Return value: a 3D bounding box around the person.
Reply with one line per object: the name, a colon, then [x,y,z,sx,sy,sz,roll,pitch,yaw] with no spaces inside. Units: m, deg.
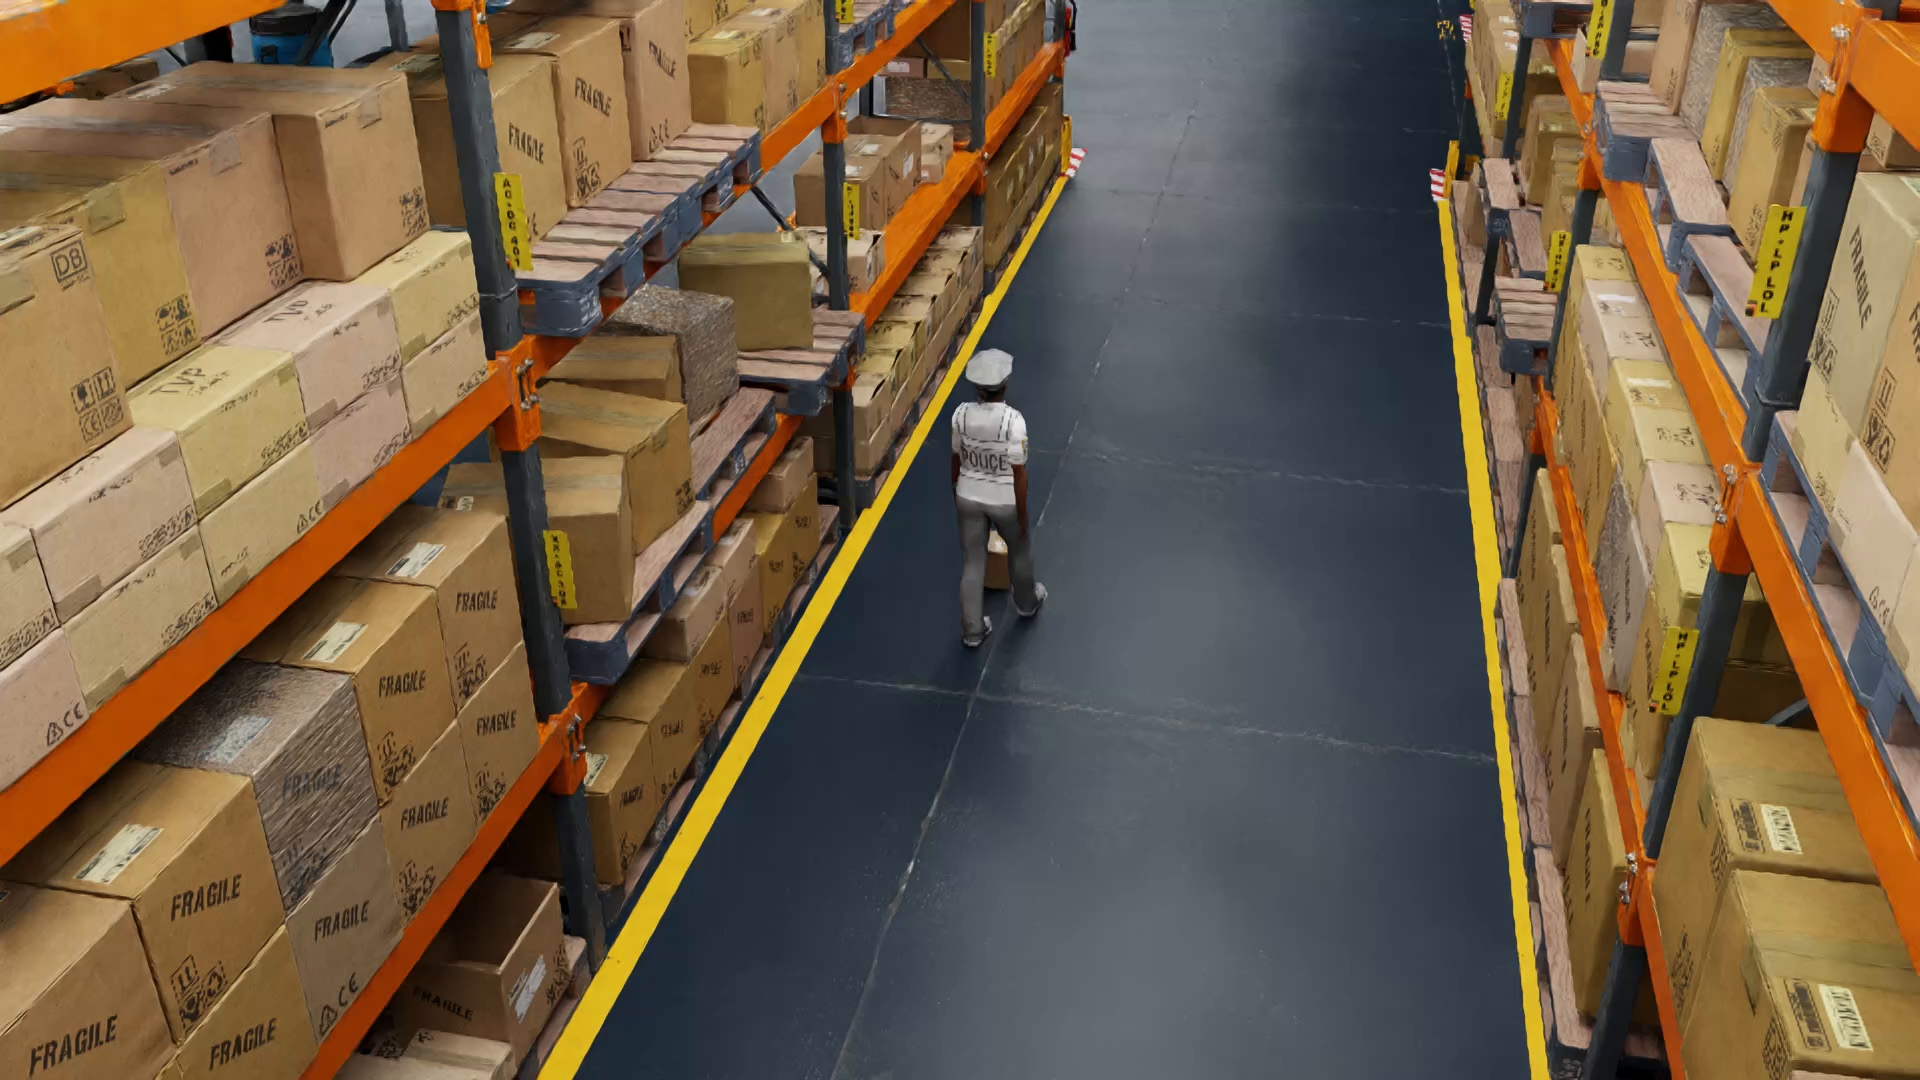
person: [0.202,-0.279,9.083,0.455,1.676,0.683,9,30,16]
